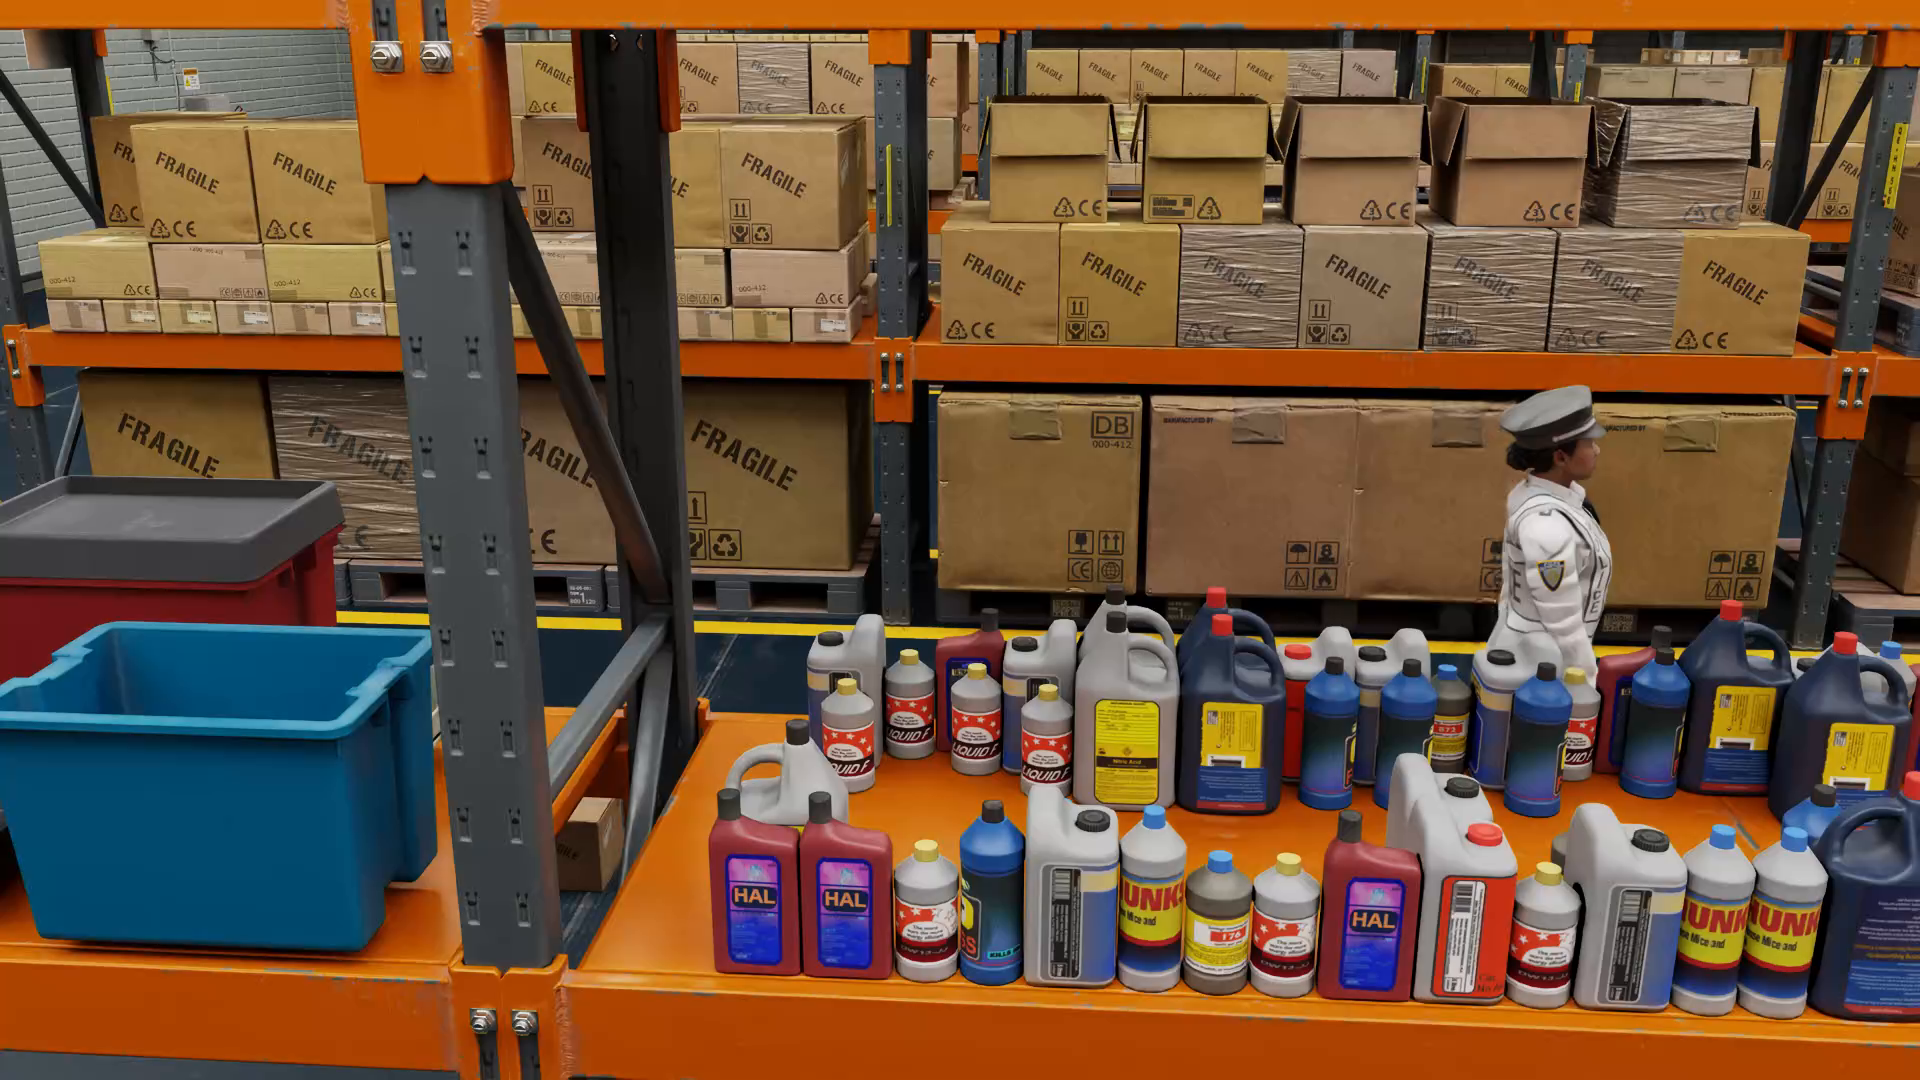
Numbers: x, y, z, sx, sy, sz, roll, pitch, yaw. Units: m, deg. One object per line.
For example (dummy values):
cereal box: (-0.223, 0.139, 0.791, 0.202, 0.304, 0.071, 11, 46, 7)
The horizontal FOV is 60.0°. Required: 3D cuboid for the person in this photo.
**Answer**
person: (1.708, 0.421, 4.727, 0.624, 1.749, 0.486, 6, 19, 18)
